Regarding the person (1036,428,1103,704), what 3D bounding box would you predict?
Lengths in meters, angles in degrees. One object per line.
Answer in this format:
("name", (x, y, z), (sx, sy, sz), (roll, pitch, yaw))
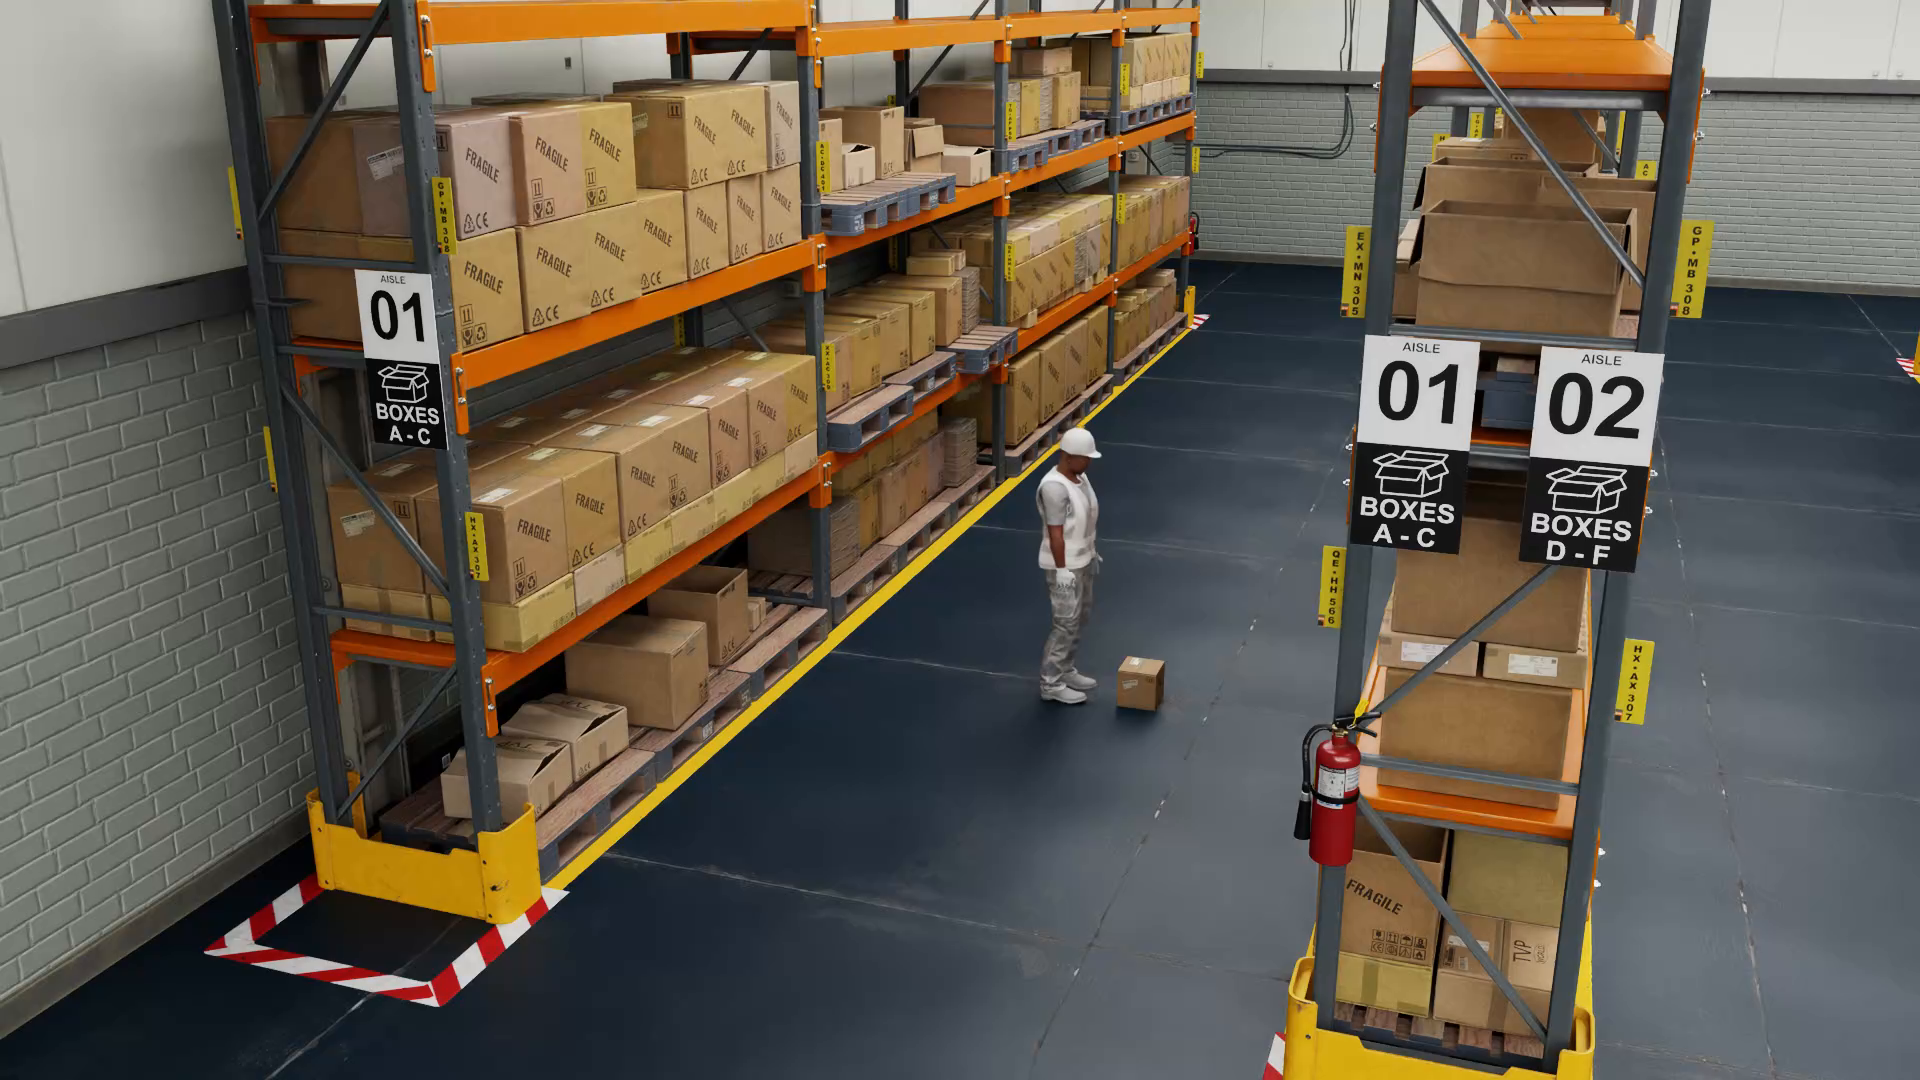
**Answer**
("person", (0.699, 0.146, 10.614), (0.367, 1.777, 0.551), (7, 20, 19))
